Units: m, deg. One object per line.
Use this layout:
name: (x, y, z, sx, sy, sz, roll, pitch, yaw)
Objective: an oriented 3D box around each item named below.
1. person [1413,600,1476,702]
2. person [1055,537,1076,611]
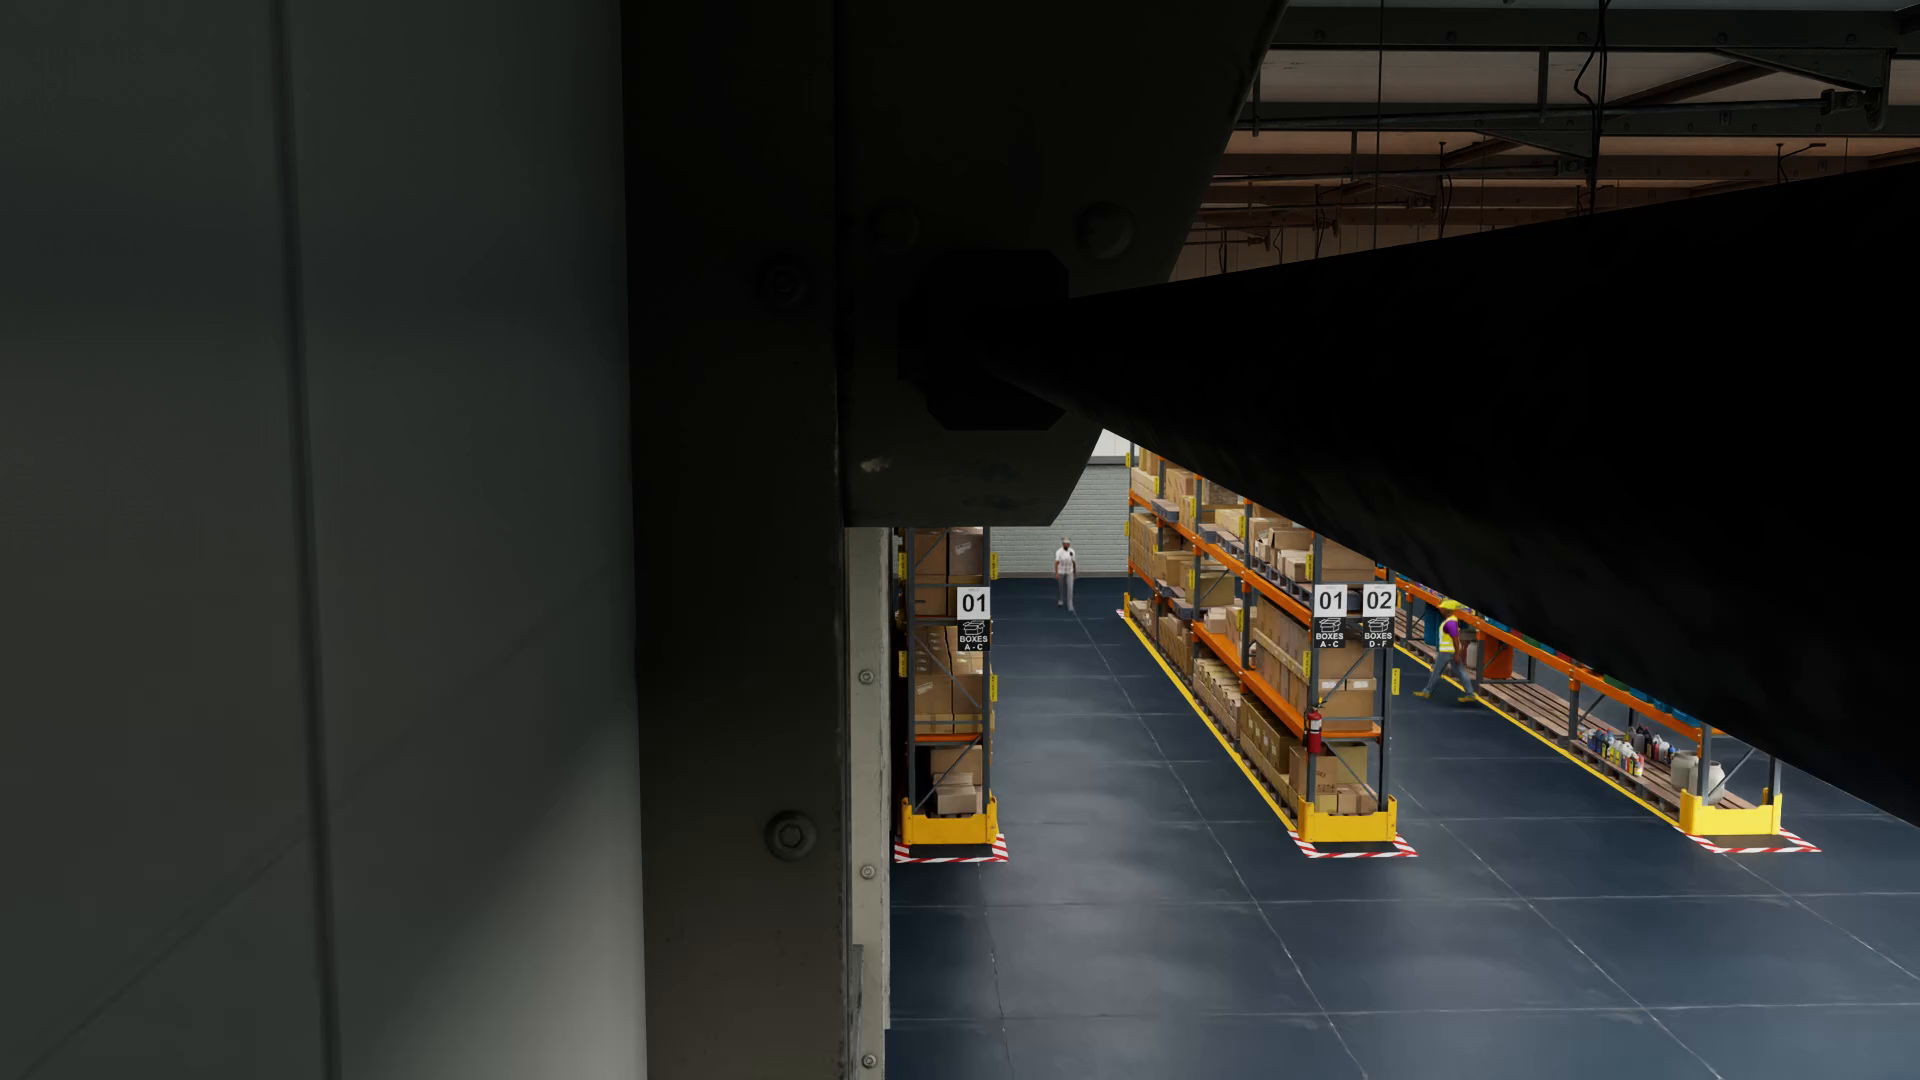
person: (8.268, 1.858, 28.144, 1.051, 1.703, 0.528, 7, 10, 43)
person: (2.371, 0.735, 37.293, 0.508, 1.624, 1.051, 0, 7, -4)
